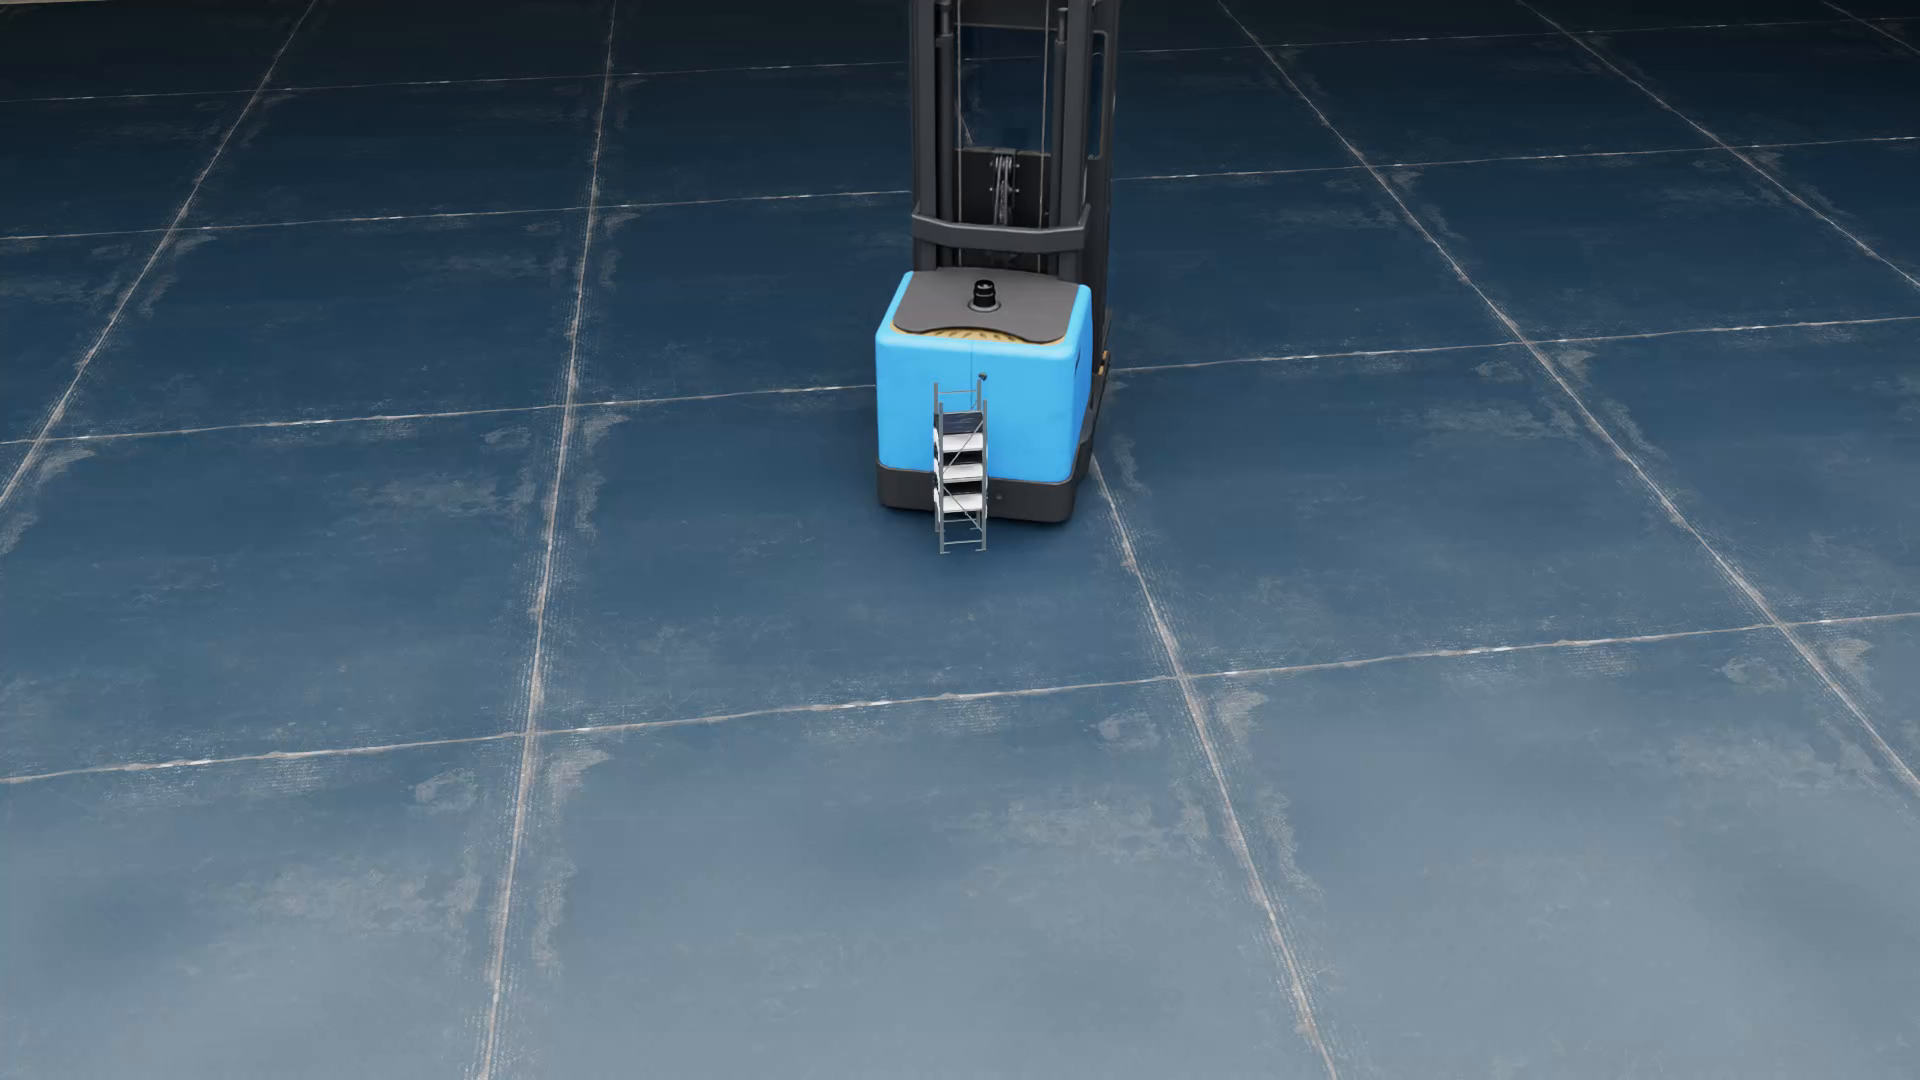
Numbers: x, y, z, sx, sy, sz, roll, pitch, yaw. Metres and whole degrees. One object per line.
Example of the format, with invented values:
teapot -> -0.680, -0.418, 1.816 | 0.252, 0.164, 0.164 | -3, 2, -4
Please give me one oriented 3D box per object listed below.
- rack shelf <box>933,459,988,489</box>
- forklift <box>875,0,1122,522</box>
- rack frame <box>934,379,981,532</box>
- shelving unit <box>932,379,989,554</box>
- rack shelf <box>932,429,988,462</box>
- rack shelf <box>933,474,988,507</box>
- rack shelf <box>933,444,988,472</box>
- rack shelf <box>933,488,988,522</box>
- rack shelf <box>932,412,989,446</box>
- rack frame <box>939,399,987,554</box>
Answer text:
rack shelf -> 0.001, -0.340, 8.509 | 0.258, 0.077, 0.200 | -4, 35, -6
forklift -> 0.321, -2.126, 9.267 | 1.130, 2.935, 3.031 | 6, 35, 8
rack frame -> -0.013, -0.424, 8.573 | 0.240, 0.900, 0.006 | -4, 35, -6
shelving unit -> 0.001, -0.367, 8.490 | 0.258, 0.900, 0.210 | -4, 35, -6
rack shelf -> 0.001, -0.489, 8.407 | 0.258, 0.077, 0.200 | -4, 35, -6
rack shelf -> 0.001, -0.265, 8.559 | 0.258, 0.077, 0.200 | -4, 35, -6
rack shelf -> 0.001, -0.414, 8.458 | 0.258, 0.077, 0.200 | -4, 35, -6
rack shelf -> 0.001, -0.191, 8.610 | 0.258, 0.077, 0.200 | -4, 35, -6
rack shelf -> 0.001, -0.563, 8.357 | 0.258, 0.077, 0.200 | -4, 35, -6
rack frame -> 0.015, -0.311, 8.407 | 0.240, 0.900, 0.006 | -4, 35, -6
